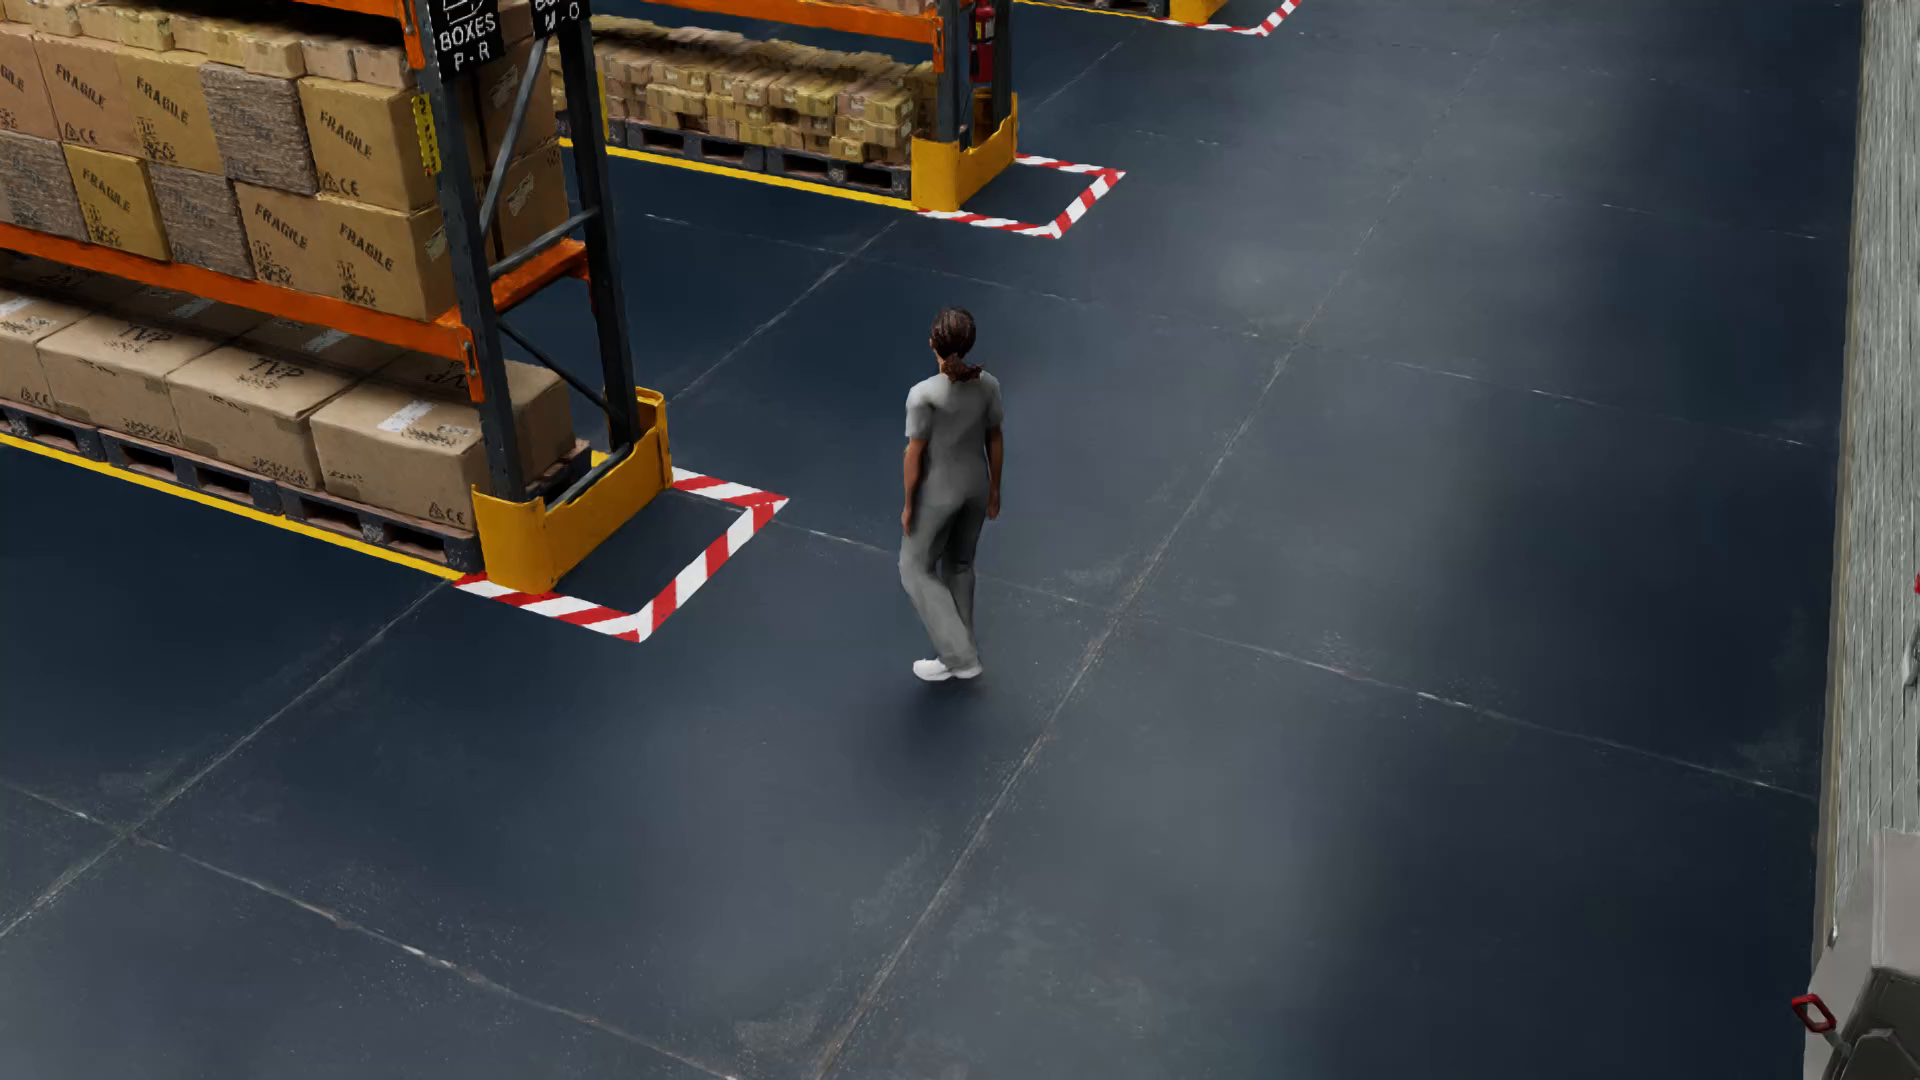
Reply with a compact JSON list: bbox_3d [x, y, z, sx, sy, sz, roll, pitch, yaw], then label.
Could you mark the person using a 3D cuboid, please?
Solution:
[{"bbox_3d":[-0.008,-0.144,6.908,0.504,1.663,0.530,-18,38,-25],"label":"person"}]
